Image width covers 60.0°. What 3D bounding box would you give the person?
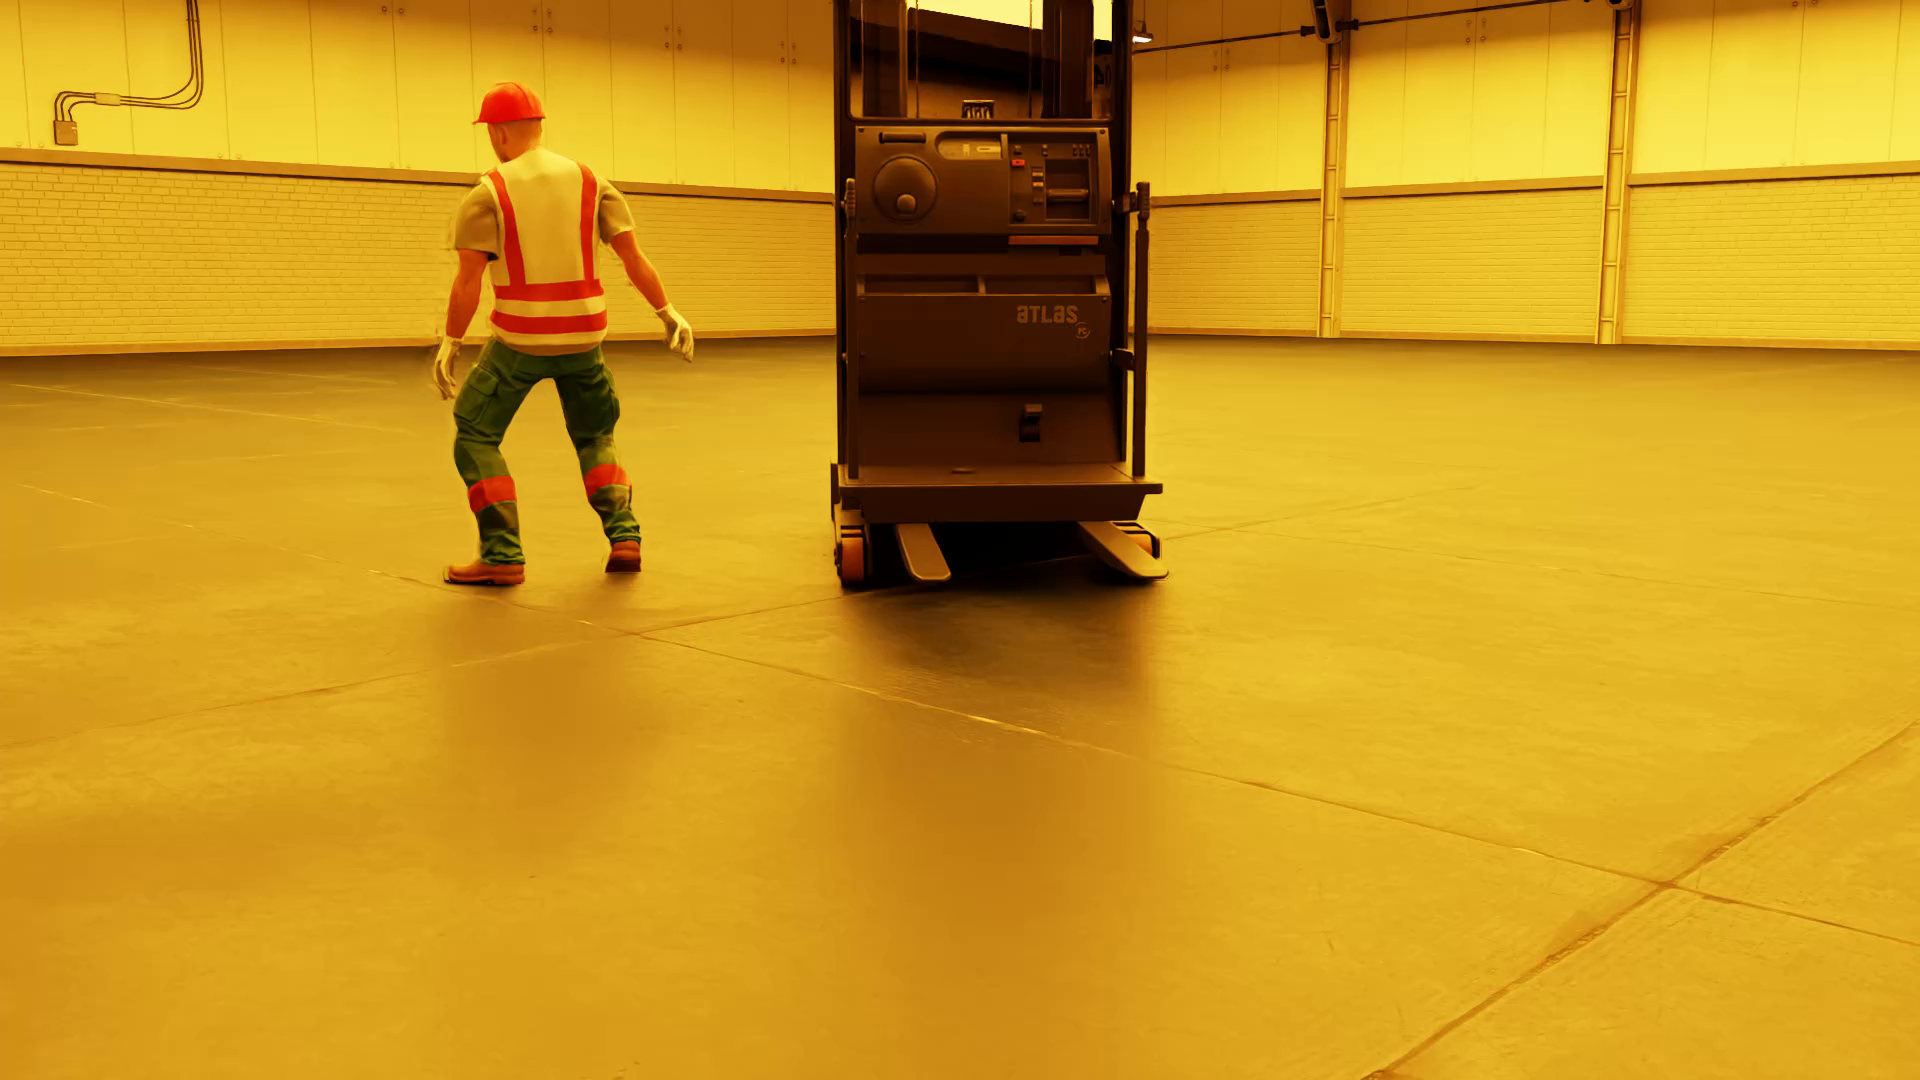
[{"bbox_3d":[-1.369,-0.717,5.768,0.894,1.702,0.493,-5,10,-29],"label":"person"}]

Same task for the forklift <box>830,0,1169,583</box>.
[{"bbox_3d":[0.104,-1.349,5.834,1.130,2.935,3.031,-1,9,-5],"label":"forklift"}]
